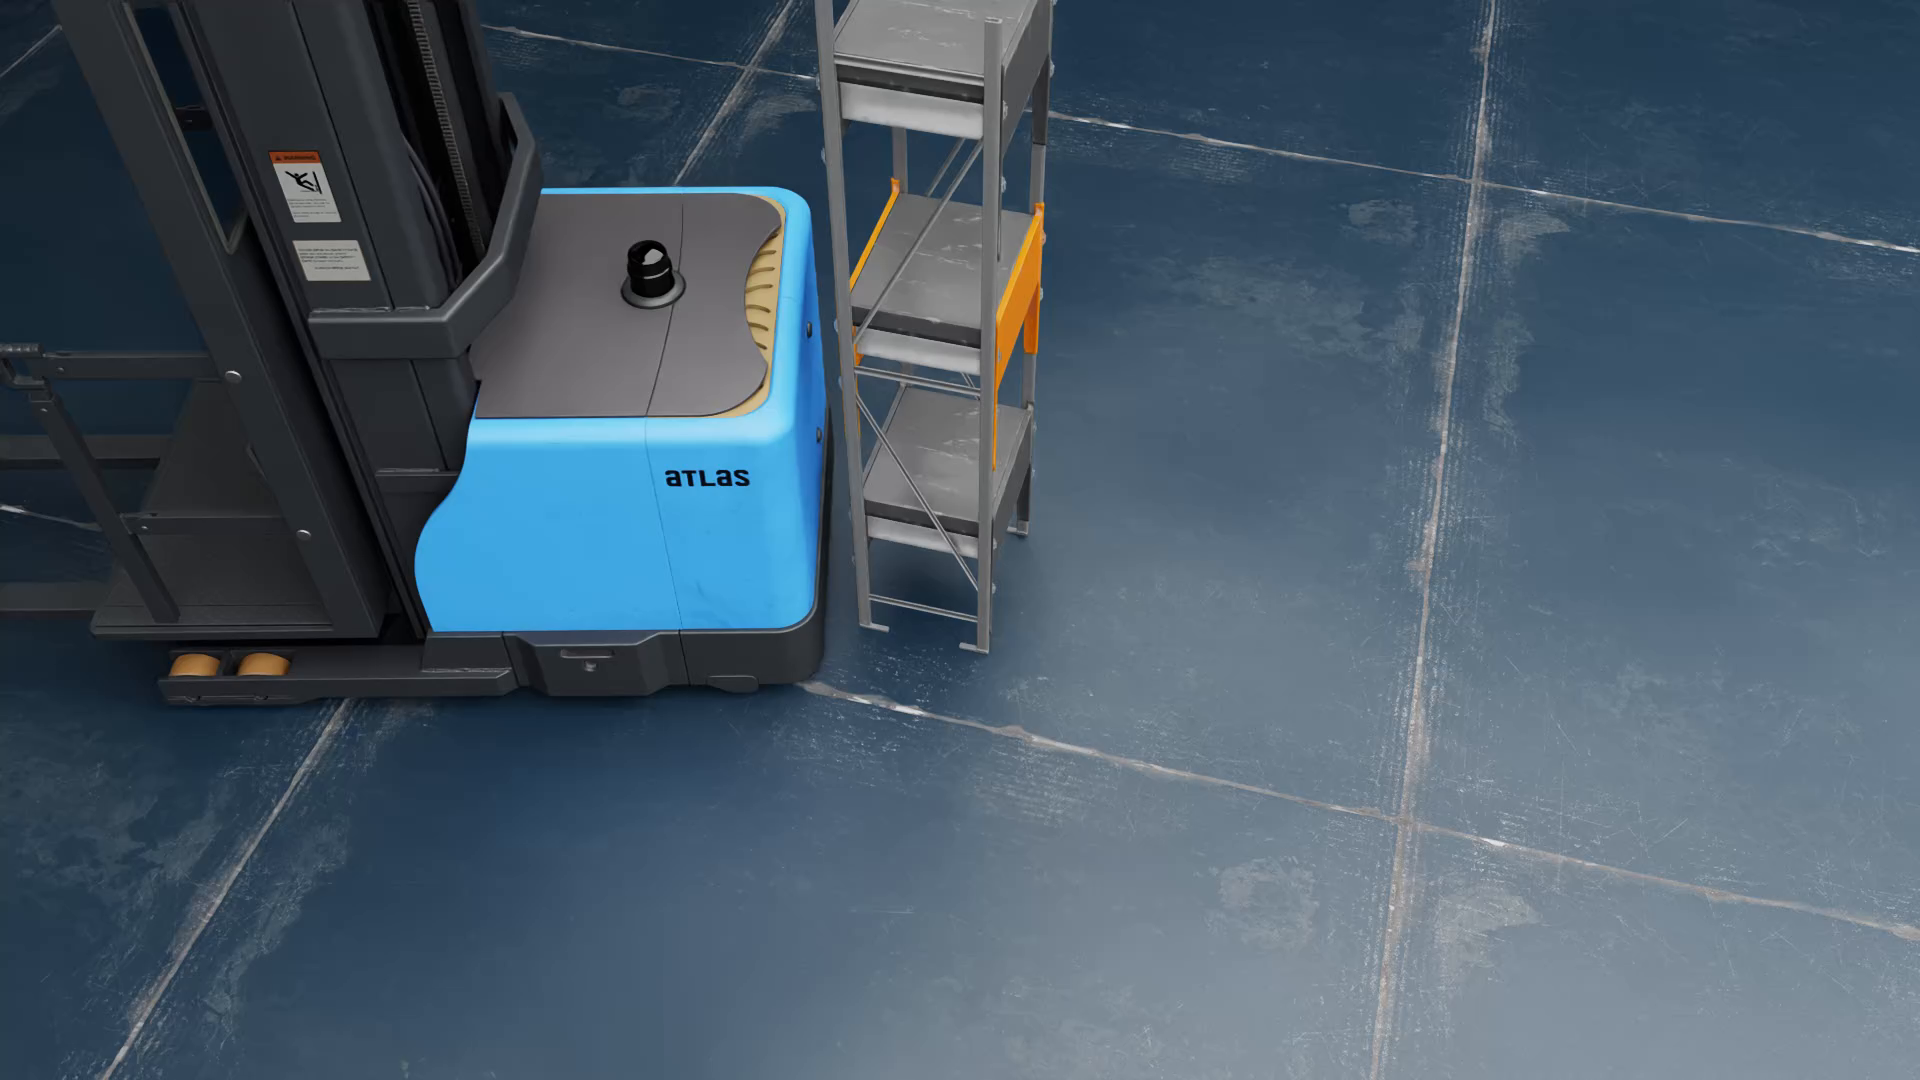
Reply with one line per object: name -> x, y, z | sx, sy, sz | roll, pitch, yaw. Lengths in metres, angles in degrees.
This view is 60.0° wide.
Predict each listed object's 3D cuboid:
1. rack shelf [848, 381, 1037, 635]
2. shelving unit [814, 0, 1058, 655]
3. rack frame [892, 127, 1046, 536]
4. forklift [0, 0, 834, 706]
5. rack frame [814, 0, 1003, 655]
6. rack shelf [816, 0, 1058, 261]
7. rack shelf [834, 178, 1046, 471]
rack shelf -> -0.044, -0.103, 4.892 | 0.431, 0.518, 0.480 | 12, 50, 10
shelving unit -> -0.044, -0.575, 4.357 | 0.431, 2.100, 0.503 | 12, 50, 10
rack frame -> 0.021, -0.752, 4.513 | 0.400, 2.100, 0.015 | 12, 50, 10
forklift -> -1.920, -0.889, 4.080 | 3.031, 2.935, 1.130 | 0, 49, 0
rack frame -> -0.108, -0.399, 4.201 | 0.400, 2.100, 0.015 | 12, 50, 10
rack shelf -> -0.044, -1.029, 3.842 | 0.431, 0.518, 0.480 | 12, 50, 10
rack shelf -> -0.044, -0.566, 4.367 | 0.431, 0.518, 0.480 | 12, 50, 10
